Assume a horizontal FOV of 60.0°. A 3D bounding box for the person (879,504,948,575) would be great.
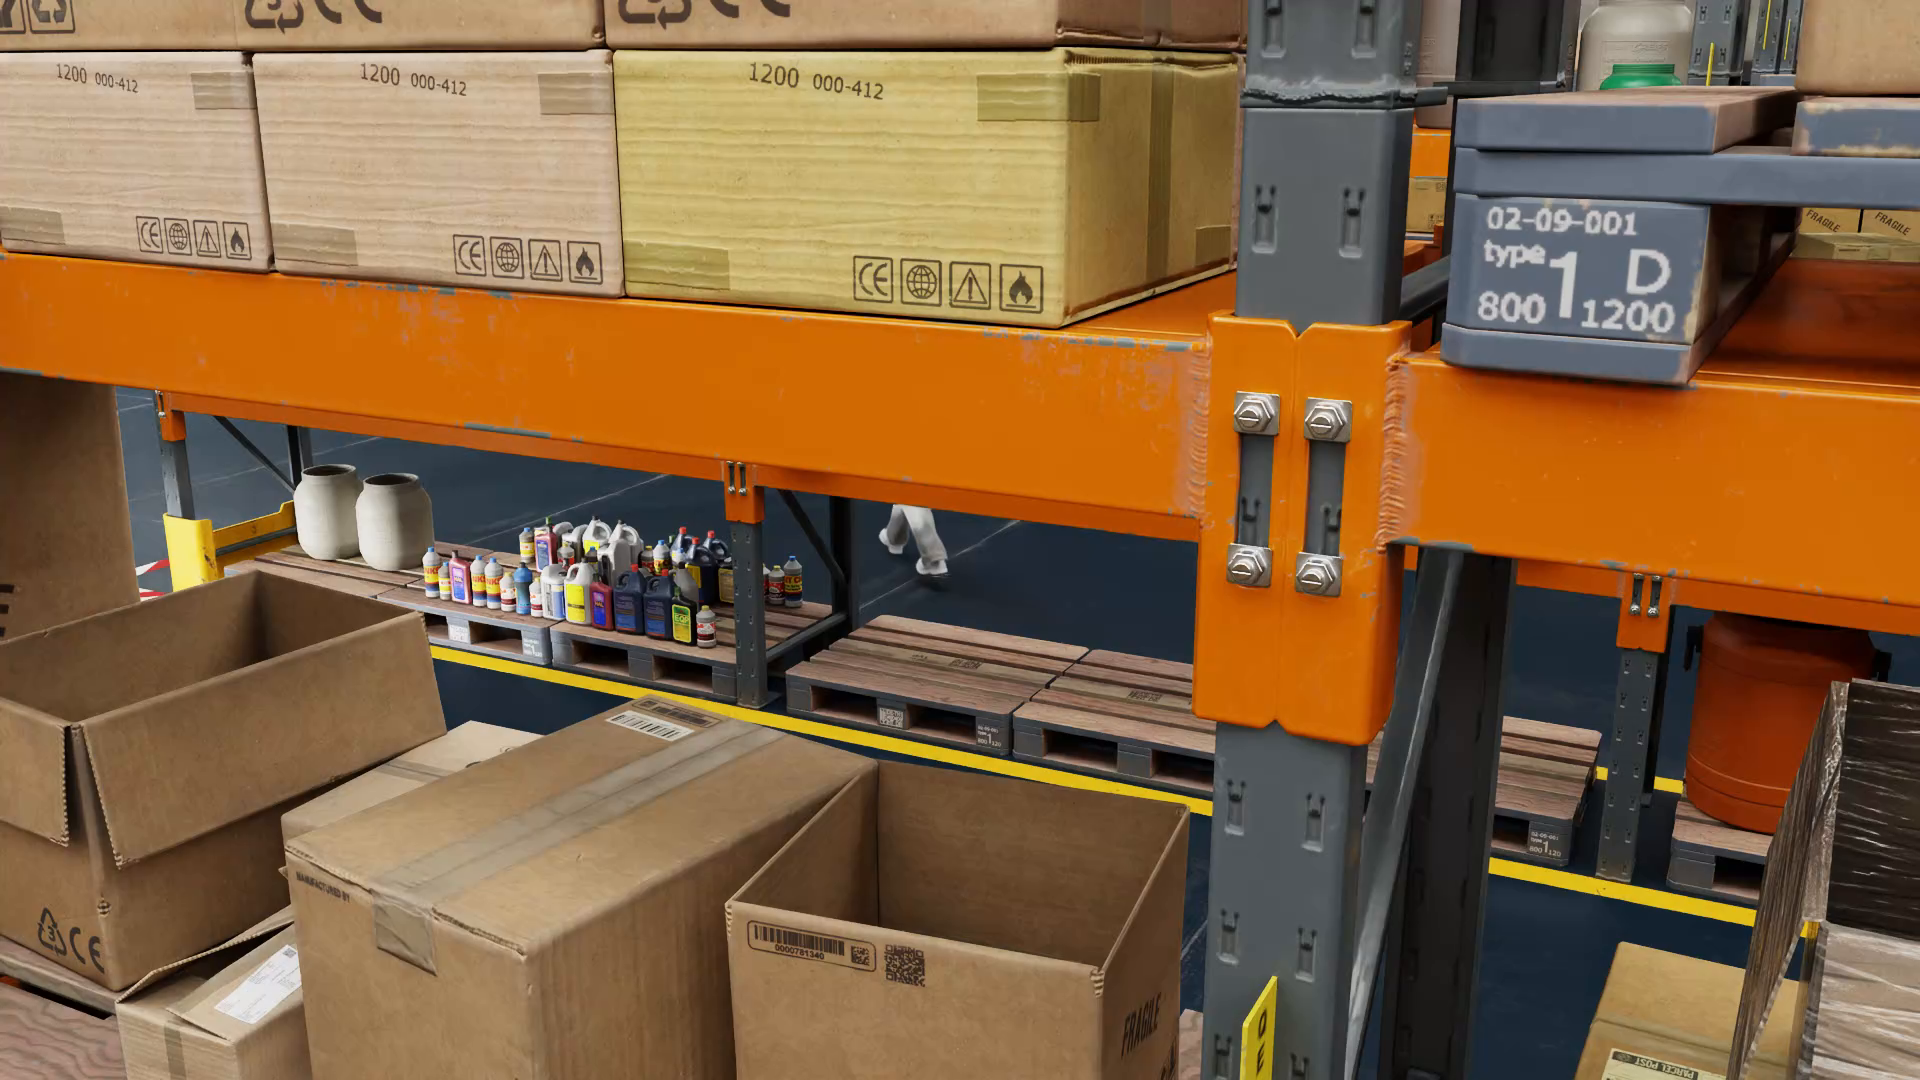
[{"bbox_3d":[-0.323,-0.625,10.242,0.473,1.619,1.028,-10,19,-32],"label":"person"}]
